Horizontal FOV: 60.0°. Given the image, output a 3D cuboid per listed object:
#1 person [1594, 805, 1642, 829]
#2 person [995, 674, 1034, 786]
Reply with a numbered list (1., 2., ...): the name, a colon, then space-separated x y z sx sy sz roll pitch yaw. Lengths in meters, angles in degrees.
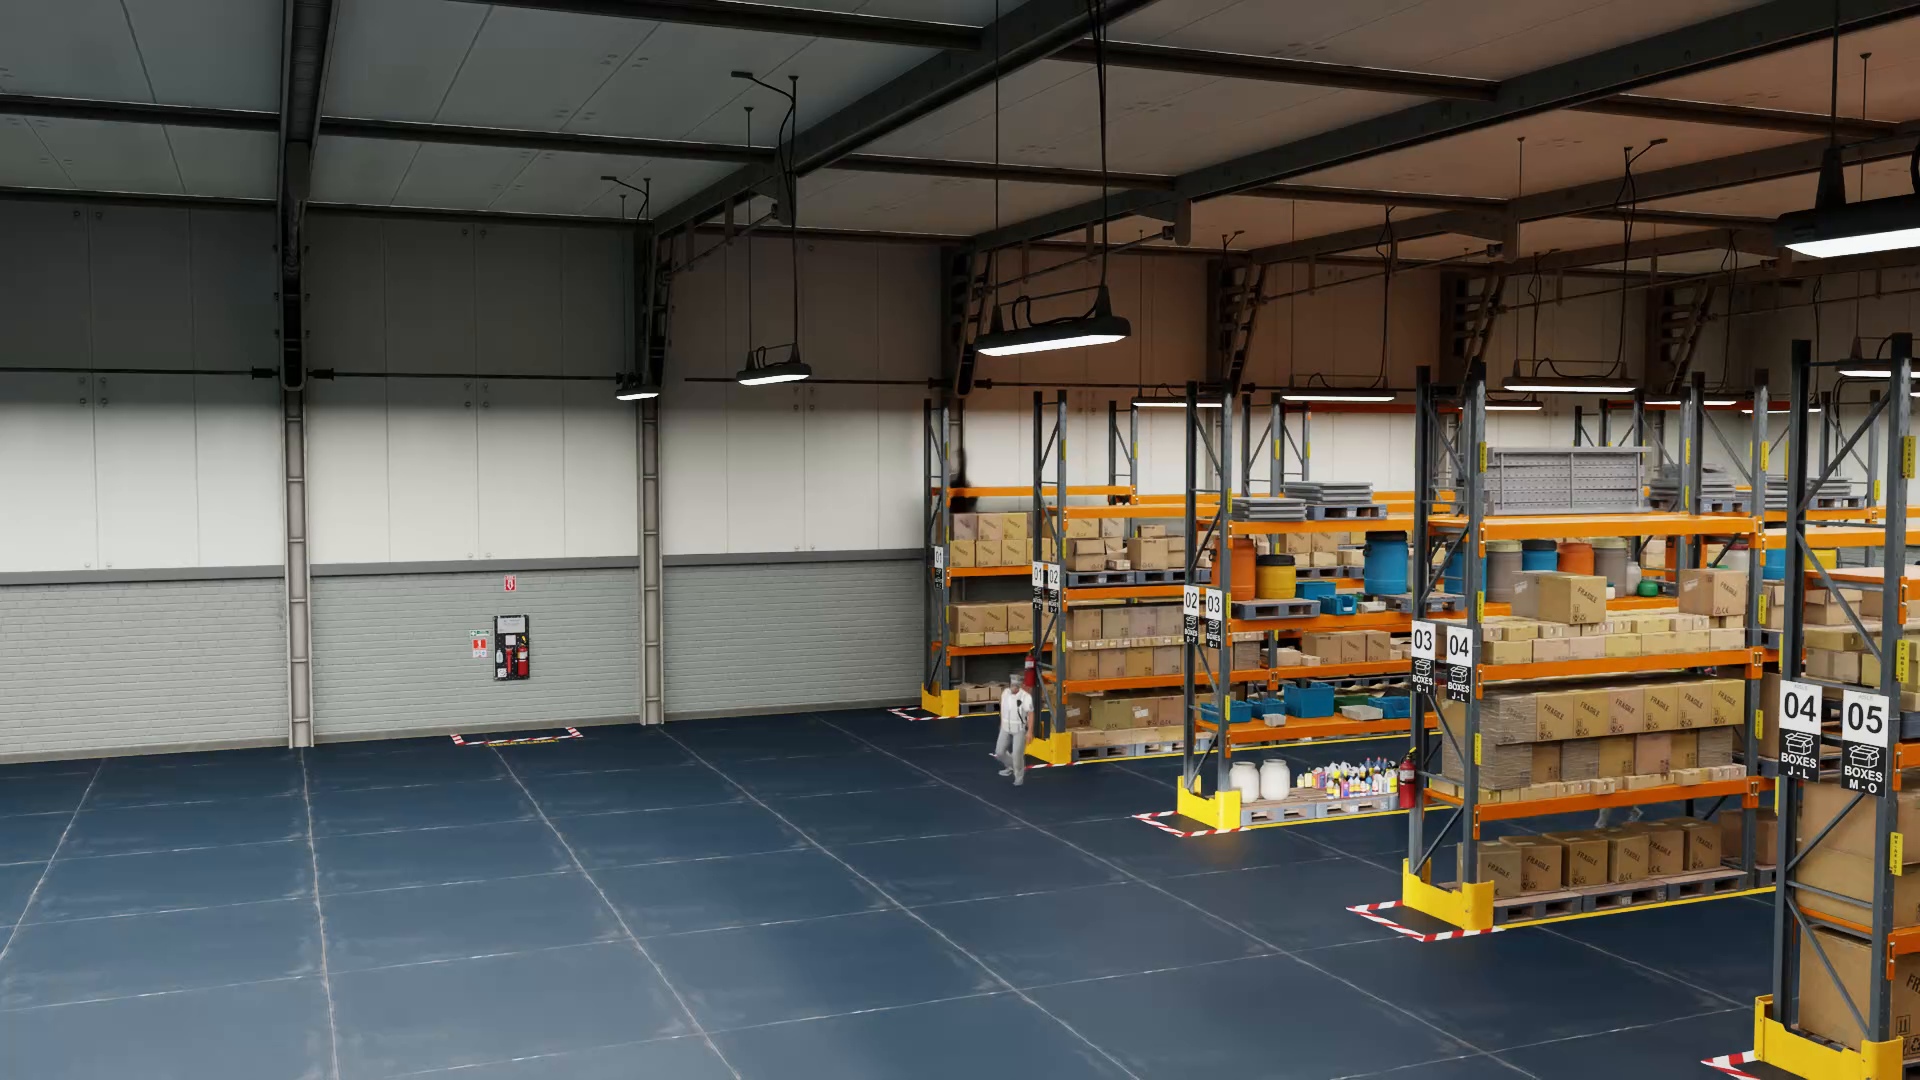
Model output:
1. person: 8.615 3.103 21.761 0.982 1.631 0.657 -2 4 -32
2. person: 0.847 2.843 25.030 0.693 1.704 0.608 2 4 27
